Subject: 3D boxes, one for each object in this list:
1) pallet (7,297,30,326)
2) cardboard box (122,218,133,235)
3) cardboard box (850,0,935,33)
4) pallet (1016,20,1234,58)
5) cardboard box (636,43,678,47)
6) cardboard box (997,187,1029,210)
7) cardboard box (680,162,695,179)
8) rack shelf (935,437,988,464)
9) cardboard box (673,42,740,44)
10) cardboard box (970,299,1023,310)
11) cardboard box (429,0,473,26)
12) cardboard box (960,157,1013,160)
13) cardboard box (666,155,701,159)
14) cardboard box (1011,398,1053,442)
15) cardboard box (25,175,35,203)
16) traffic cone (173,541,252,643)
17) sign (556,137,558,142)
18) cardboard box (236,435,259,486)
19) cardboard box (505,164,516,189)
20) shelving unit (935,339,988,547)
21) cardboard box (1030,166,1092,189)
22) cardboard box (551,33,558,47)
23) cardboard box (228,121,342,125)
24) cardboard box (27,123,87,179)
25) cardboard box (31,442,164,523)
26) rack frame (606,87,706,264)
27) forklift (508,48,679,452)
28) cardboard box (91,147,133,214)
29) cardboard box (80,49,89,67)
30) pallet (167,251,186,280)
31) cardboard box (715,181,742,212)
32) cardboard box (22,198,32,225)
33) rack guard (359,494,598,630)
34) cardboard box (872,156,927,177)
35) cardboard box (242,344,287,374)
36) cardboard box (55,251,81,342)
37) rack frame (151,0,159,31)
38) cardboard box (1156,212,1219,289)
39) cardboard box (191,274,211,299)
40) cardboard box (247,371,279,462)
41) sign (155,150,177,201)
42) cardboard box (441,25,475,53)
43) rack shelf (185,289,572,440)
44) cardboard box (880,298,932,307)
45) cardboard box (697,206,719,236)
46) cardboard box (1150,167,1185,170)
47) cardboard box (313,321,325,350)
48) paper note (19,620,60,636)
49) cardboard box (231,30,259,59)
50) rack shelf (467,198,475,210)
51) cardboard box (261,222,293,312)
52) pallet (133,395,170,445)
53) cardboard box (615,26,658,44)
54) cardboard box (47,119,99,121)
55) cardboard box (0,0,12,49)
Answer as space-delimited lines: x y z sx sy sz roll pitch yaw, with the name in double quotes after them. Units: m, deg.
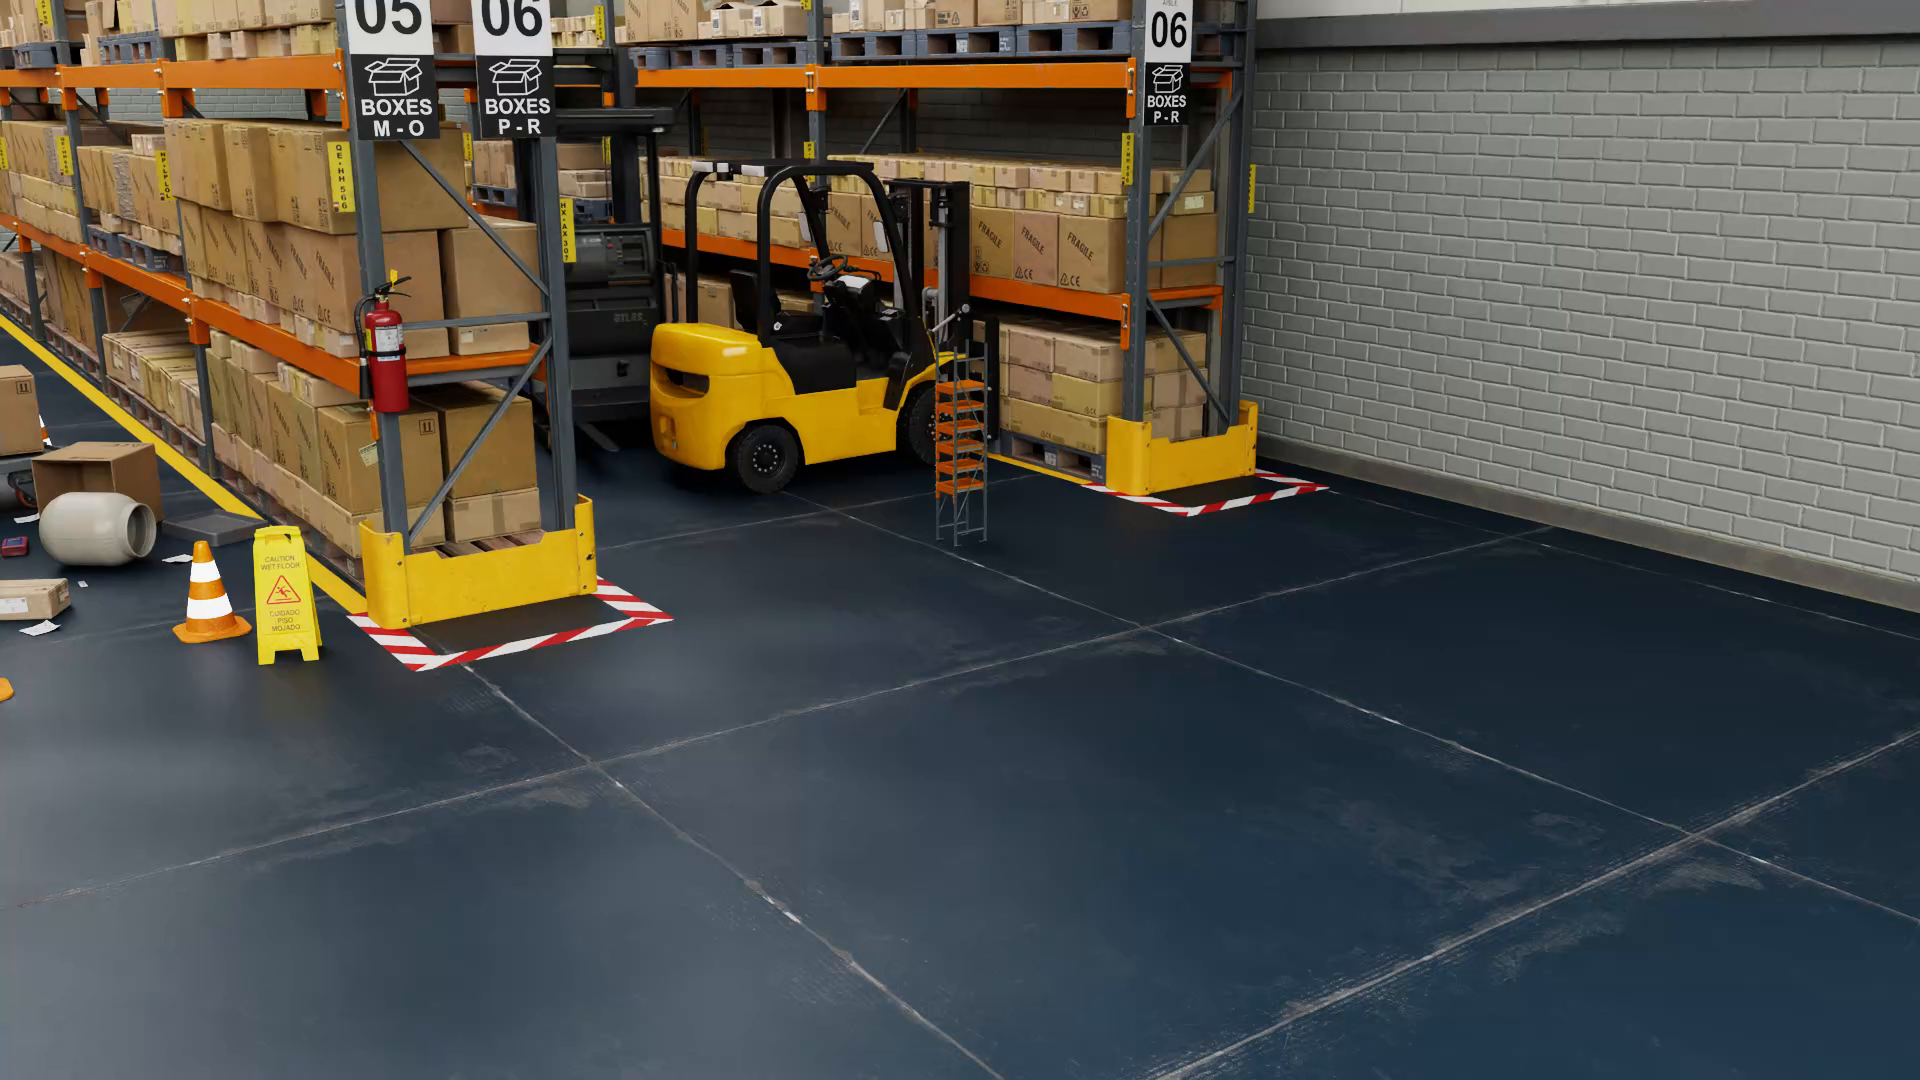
-10.642 -2.750 19.724 1.003 0.211 1.213 -11 19 -35 "pallet"
-6.532 -2.556 13.414 0.380 0.149 0.250 -10 18 -31 "cardboard box"
-0.528 -4.162 13.102 0.500 0.311 0.500 -10 18 -33 "cardboard box"
1.137 -3.428 11.403 1.003 0.211 1.213 -11 19 -35 "pallet"
-3.194 -5.259 17.454 0.380 0.149 0.250 -11 19 -34 "cardboard box"
0.492 -2.479 12.035 0.380 0.149 0.250 -12 19 -36 "cardboard box"
-2.455 -3.550 15.947 0.380 0.149 0.250 -10 18 -33 "cardboard box"
0.009 -0.533 9.918 0.258 0.103 0.180 -11 19 -35 "rack shelf"
-2.539 -5.087 16.598 0.500 0.250 0.500 -11 19 -35 "cardboard box"
0.222 -1.790 13.454 0.500 0.250 0.500 -11 19 -34 "cardboard box"
-2.561 -2.764 8.531 0.500 0.250 0.500 -11 19 -36 "cardboard box"
0.227 -2.989 13.334 0.380 0.149 0.250 -11 19 -35 "cardboard box"
-2.817 -3.900 17.225 0.380 0.149 0.250 -10 18 -33 "cardboard box"
0.715 -0.904 12.110 0.500 0.250 0.500 -11 19 -35 "cardboard box"
-8.902 -3.472 16.417 0.500 0.250 0.500 -11 19 -34 "cardboard box"
-3.777 0.235 8.342 0.336 0.463 0.334 -11 19 -35 "traffic cone"
-5.077 -5.076 20.748 0.100 0.325 0.005 -11 19 -35 "sign"
-4.381 -0.548 10.808 0.500 0.250 0.500 -10 18 -31 "cardboard box"
-5.017 -4.213 19.244 0.396 0.266 0.258 -10 18 -32 "cardboard box"
0.009 -0.576 9.906 0.258 1.200 0.189 -11 19 -35 "shelving unit"
0.719 -2.581 11.843 0.380 0.149 0.250 -11 19 -34 "cardboard box"
-4.310 -5.461 18.193 0.380 0.149 0.250 -10 18 -33 "cardboard box"
-3.813 -2.177 9.700 0.700 0.500 0.500 -11 19 -35 "cardboard box"
-8.587 -3.730 15.940 0.500 0.500 0.500 -11 19 -35 "cardboard box"
-5.303 -0.307 10.246 0.500 0.500 0.500 1 15 4 "cardboard box"
-3.172 -3.577 17.463 1.000 3.000 0.127 -11 19 -35 "rack frame"
-2.734 -2.212 12.605 1.130 2.935 3.031 -7 17 -23 "forklift"
-6.795 -2.958 13.652 0.500 0.500 0.500 -10 18 -32 "cardboard box"
-7.137 -4.038 13.940 0.380 0.149 0.250 -11 19 -35 "cardboard box"
-5.165 -2.045 12.228 1.003 0.211 1.213 -11 19 -35 "pallet"
-1.920 -3.175 15.333 0.500 0.250 0.500 -10 18 -33 "cardboard box"
-9.186 -3.342 16.890 0.500 0.250 0.500 -11 19 -36 "cardboard box"
-2.526 0.092 8.793 1.175 0.500 0.348 -11 19 -35 "rack guard"
-0.489 -3.018 13.440 0.380 0.149 0.250 -11 19 -36 "cardboard box"
-4.215 -1.132 10.294 0.380 0.149 0.250 -10 18 -31 "cardboard box"
-8.570 -2.526 16.852 0.875 0.875 0.875 -10 18 -33 "cardboard box"
-4.833 -4.845 10.732 1.000 3.000 0.127 -11 19 -35 "rack frame"
1.465 -2.066 11.752 0.500 0.500 0.500 -10 18 -33 "cardboard box"
-4.907 -1.713 11.130 0.380 0.149 0.250 -11 19 -35 "cardboard box"
-4.077 -0.798 10.303 0.500 0.500 0.500 -10 18 -32 "cardboard box"
-5.280 -2.423 11.054 0.100 0.325 0.005 -11 19 -35 "sign"
-2.413 -2.544 8.483 0.380 0.149 0.250 -11 19 -34 "cardboard box"
-3.657 -1.177 10.059 1.077 0.370 4.000 -11 19 -35 "rack shelf"
-0.497 -1.819 13.557 0.500 0.250 0.500 -11 19 -34 "cardboard box"
-2.205 -3.044 15.799 0.500 0.250 0.500 -10 18 -33 "cardboard box"
1.402 -2.545 11.709 0.380 0.149 0.250 -10 18 -33 "cardboard box"
-3.246 -1.118 8.954 0.380 0.149 0.250 -11 19 -35 "cardboard box"
-4.647 0.442 8.404 0.142 0.019 0.148 10 18 33 "paper note"
-3.856 -2.777 9.333 0.380 0.149 0.250 -11 19 -35 "cardboard box"
-6.700 -4.511 22.239 1.077 0.370 4.000 -11 19 -35 "rack shelf"
-3.605 -1.577 9.404 0.500 0.500 0.500 -11 19 -35 "cardboard box"
-6.013 -1.033 13.451 1.003 0.211 1.213 -11 19 -35 "pallet"
-3.212 -5.040 16.585 0.380 0.166 0.250 -11 19 -35 "cardboard box"
-9.621 -4.330 18.129 0.500 0.500 0.500 -11 19 -34 "cardboard box"
-9.253 -5.124 16.449 0.500 0.500 0.500 -11 19 -36 "cardboard box"
